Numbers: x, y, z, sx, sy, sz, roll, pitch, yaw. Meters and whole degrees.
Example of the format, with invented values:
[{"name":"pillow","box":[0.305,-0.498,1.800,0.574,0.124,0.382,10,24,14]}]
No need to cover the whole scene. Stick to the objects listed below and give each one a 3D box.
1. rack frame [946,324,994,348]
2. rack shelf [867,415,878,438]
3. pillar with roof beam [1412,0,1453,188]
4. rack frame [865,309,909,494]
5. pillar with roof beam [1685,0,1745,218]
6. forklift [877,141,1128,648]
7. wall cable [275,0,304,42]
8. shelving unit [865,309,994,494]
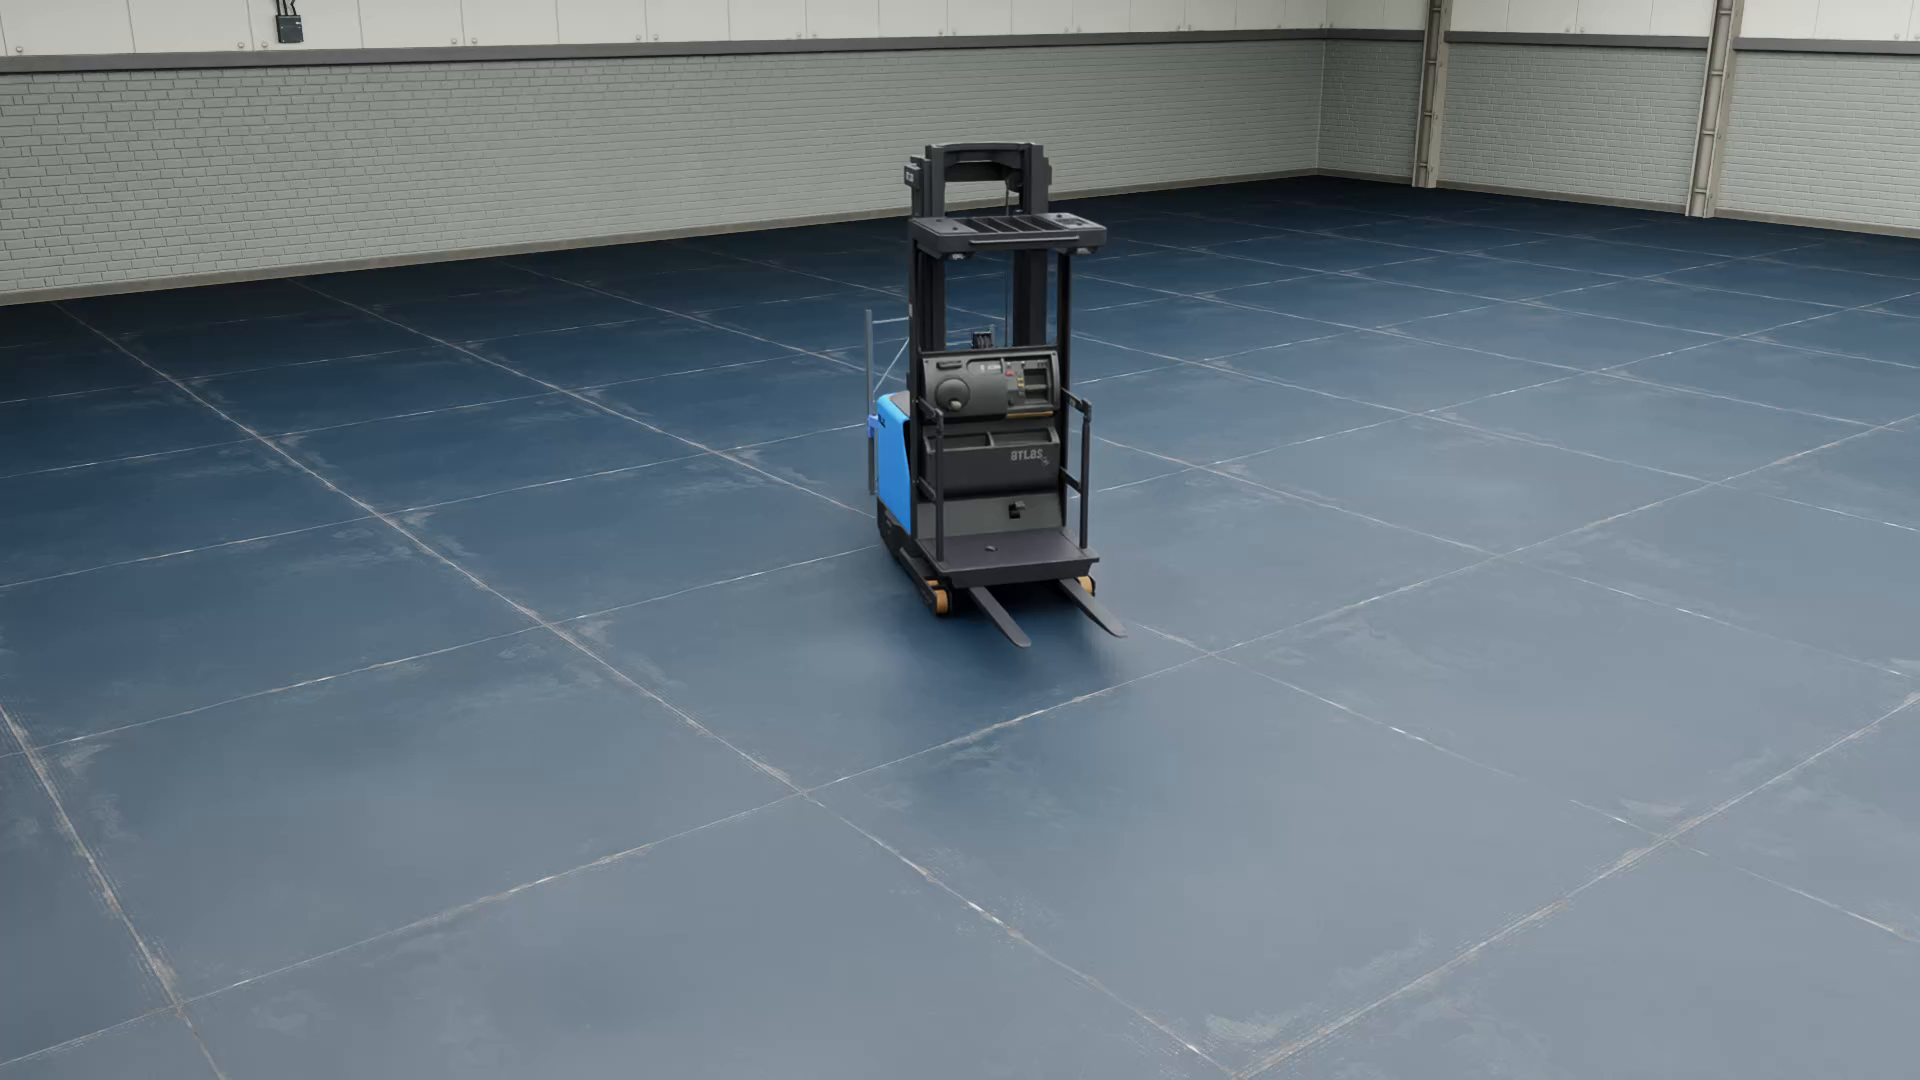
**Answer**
[{"name":"rack frame","box":[0.040,-0.866,12.592,0.500,1.500,0.032,-12,22,-32]},{"name":"rack shelf","box":[-0.244,-0.828,13.049,0.538,0.185,1.000,-12,22,-32]},{"name":"pillar with roof beam","box":[6.250,-10.755,30.527,9.100,9.000,0.400,-14,23,-36]},{"name":"rack frame","box":[-0.528,-1.131,13.392,0.500,1.500,0.032,-12,22,-32]},{"name":"pillar with roof beam","box":[9.975,-9.276,26.062,9.100,9.000,0.400,-14,23,-36]},{"name":"forklift","box":[0.270,-1.038,10.835,1.130,2.935,3.031,-5,19,-15]},{"name":"wall cable","box":[-8.409,-9.895,22.518,2.305,6.003,0.169,-14,23,-36]},{"name":"shelving unit","box":[-0.244,-0.999,12.992,0.538,1.500,1.048,-12,22,-32]}]
